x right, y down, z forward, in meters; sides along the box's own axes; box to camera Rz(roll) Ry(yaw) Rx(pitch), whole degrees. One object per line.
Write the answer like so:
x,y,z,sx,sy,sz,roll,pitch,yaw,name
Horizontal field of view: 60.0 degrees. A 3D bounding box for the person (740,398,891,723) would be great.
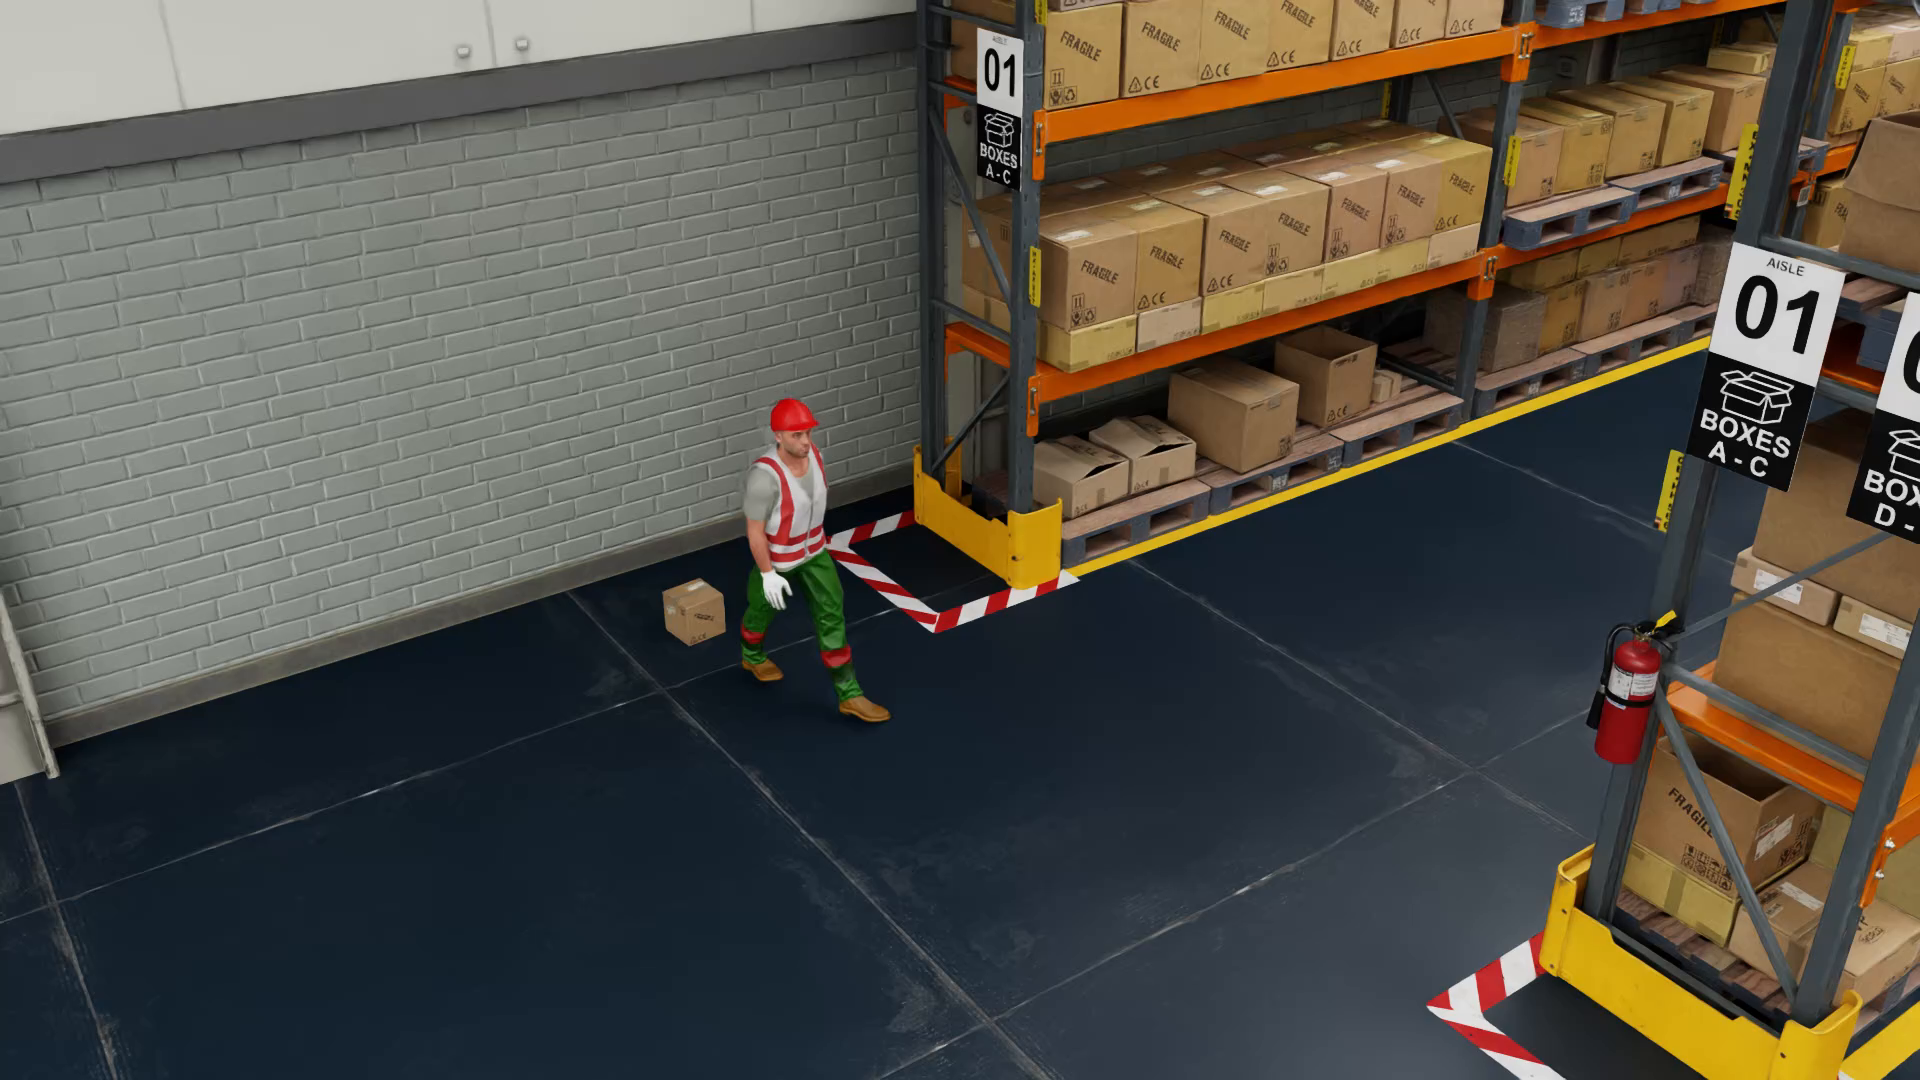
-0.820,0.078,8.432,0.579,1.723,0.989,-25,37,-38,person
